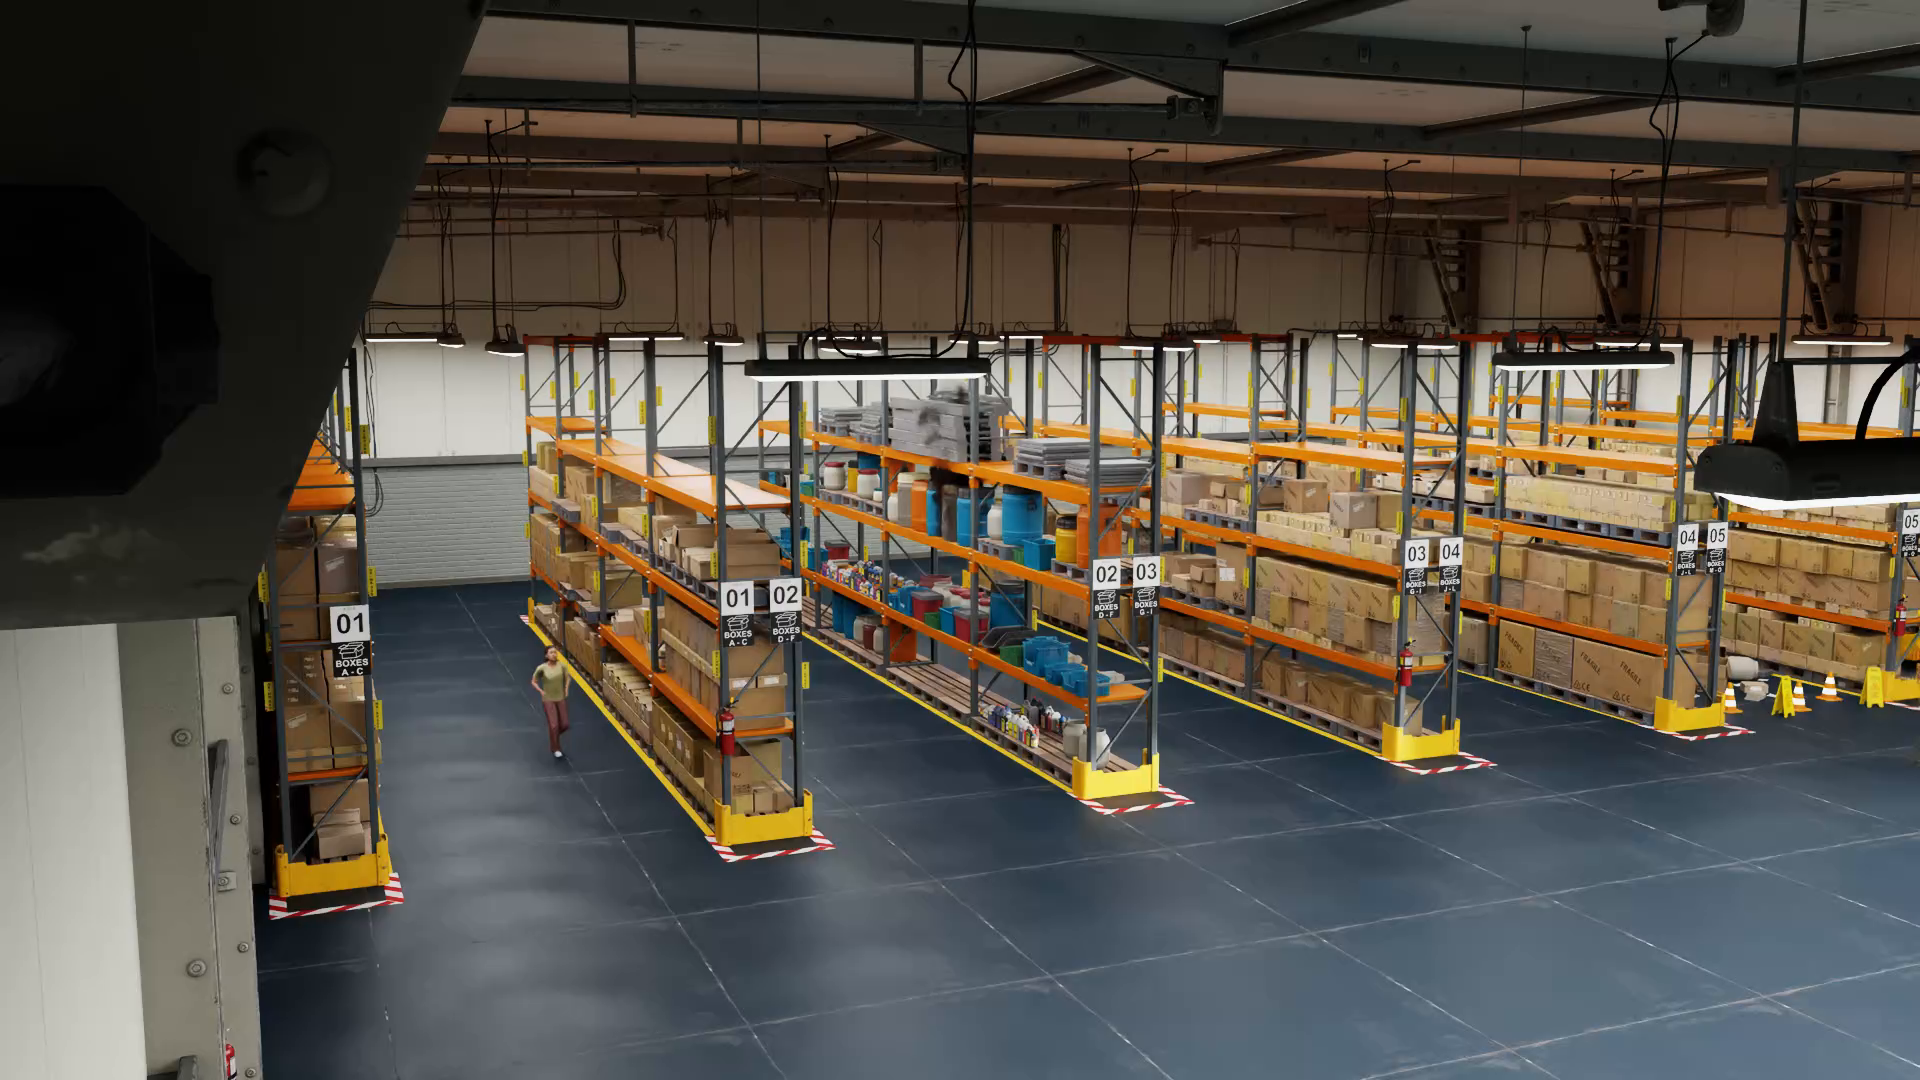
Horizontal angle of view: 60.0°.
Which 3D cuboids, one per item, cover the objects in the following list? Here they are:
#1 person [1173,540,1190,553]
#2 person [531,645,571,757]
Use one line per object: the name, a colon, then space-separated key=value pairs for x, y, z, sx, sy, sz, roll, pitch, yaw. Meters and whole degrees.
person: x=5.673 y=-0.073 z=42.137 sx=0.759 sy=1.632 sz=0.521 roll=-3 pitch=8 yaw=-18
person: x=-5.927 y=2.319 z=24.178 sx=0.580 sy=1.619 sz=0.609 roll=-4 pitch=9 yaw=-29
